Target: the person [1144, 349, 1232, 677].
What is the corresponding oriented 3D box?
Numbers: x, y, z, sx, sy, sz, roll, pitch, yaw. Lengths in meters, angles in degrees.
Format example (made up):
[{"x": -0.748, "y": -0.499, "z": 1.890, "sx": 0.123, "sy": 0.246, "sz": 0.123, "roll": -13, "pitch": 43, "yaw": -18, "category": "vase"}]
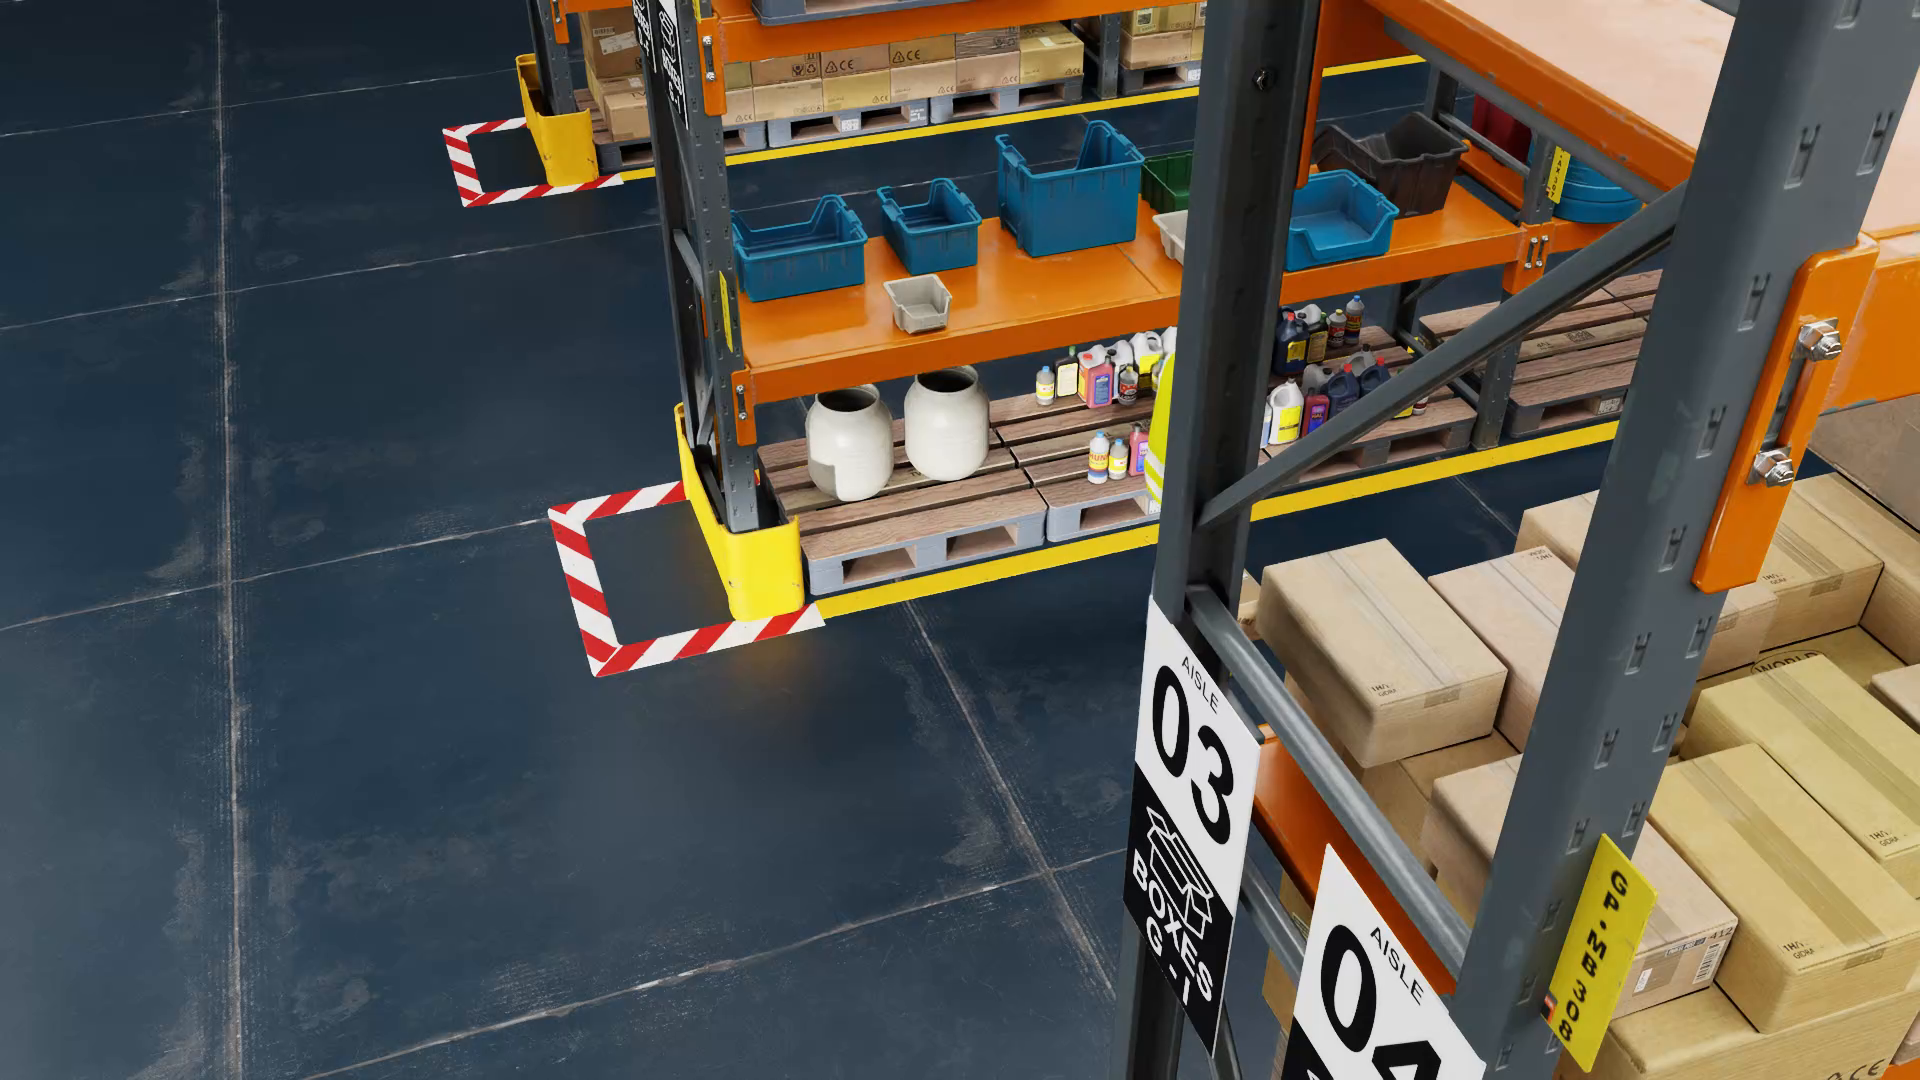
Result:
[{"x": 1.027, "y": -0.221, "z": 7.057, "sx": 0.459, "sy": 1.760, "sz": 0.627, "roll": -12, "pitch": 39, "yaw": -16, "category": "person"}]
